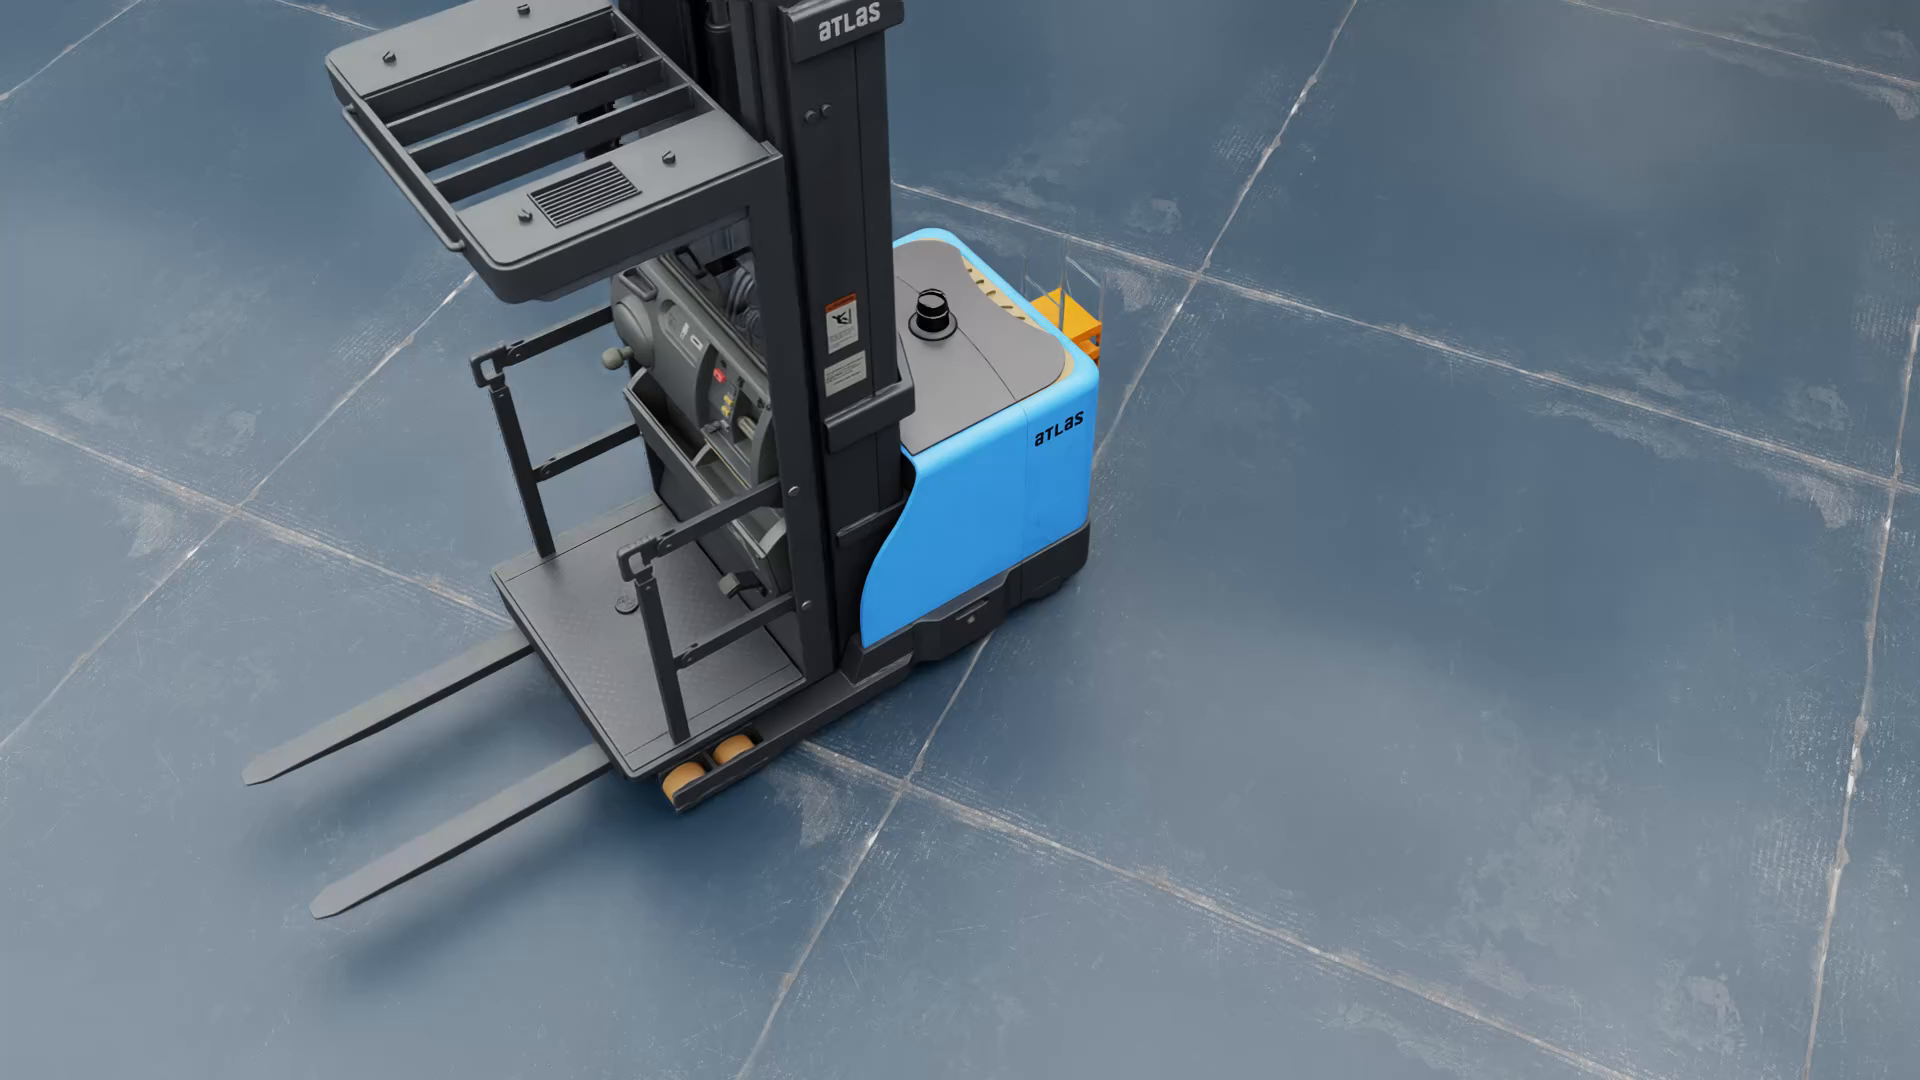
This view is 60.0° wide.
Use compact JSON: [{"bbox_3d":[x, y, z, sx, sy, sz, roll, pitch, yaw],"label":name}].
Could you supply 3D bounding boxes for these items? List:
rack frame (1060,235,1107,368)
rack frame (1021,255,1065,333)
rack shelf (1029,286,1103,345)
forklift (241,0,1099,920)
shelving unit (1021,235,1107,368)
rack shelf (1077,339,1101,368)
[{"bbox_3d":[0.439,-0.619,6.304,0.006,1.200,0.240,-29,55,-22],"label":"rack frame"},{"bbox_3d":[0.290,-0.538,6.235,0.006,1.200,0.240,-29,55,-22],"label":"rack frame"},{"bbox_3d":[0.365,-0.783,6.029,0.180,0.103,0.258,-29,55,-22],"label":"rack shelf"},{"bbox_3d":[-1.002,-0.483,5.052,3.031,2.935,1.130,-29,55,-22],"label":"forklift"},{"bbox_3d":[0.365,-0.578,6.269,0.189,1.200,0.258,-29,55,-22],"label":"shelving unit"},{"bbox_3d":[0.365,-0.705,6.120,0.180,0.103,0.258,-29,55,-22],"label":"rack shelf"}]
